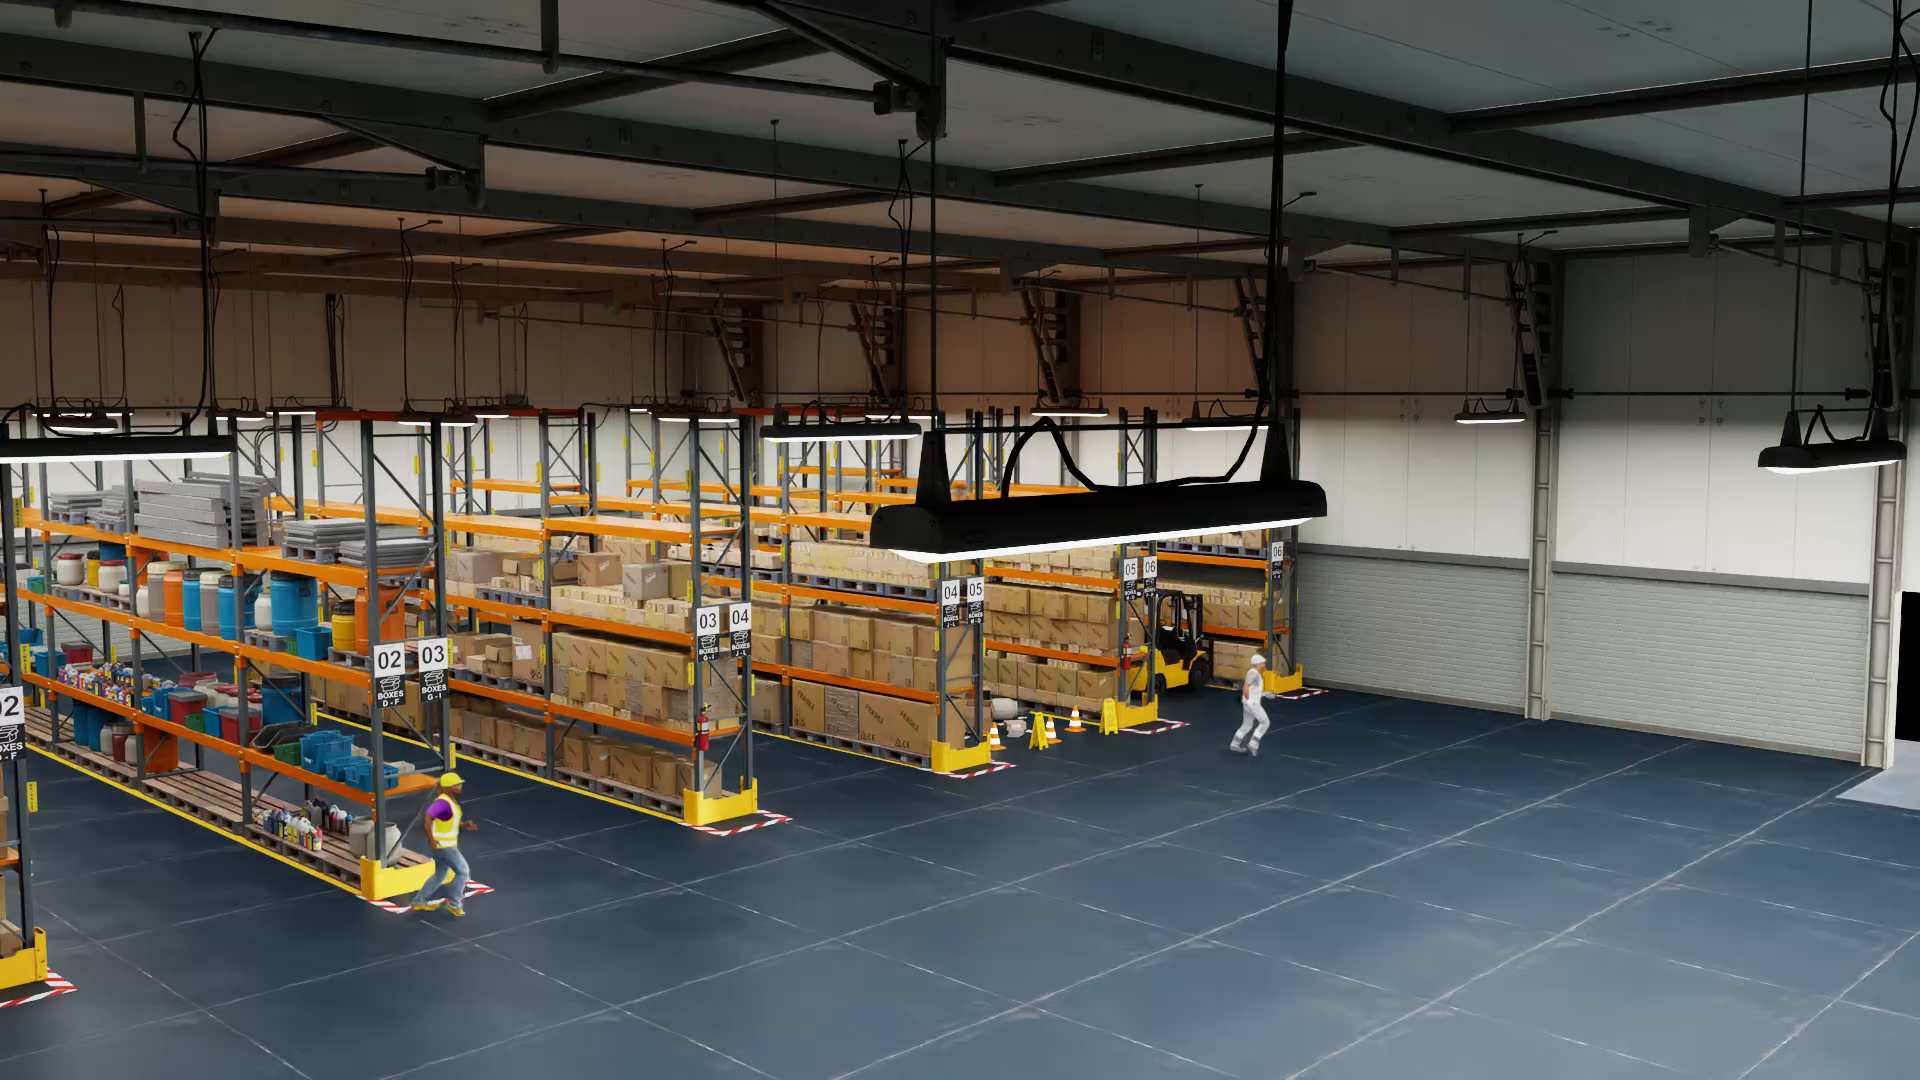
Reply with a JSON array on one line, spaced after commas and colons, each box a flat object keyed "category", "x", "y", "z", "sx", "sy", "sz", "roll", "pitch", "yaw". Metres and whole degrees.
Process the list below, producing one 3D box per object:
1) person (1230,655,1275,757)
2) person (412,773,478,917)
[{"category": "person", "x": 5.123, "y": 2.906, "z": 29.043, "sx": 0.782, "sy": 1.825, "sz": 0.586, "roll": 0, "pitch": 5, "yaw": 5}, {"category": "person", "x": -6.227, "y": 3.724, "z": 20.055, "sx": 0.785, "sy": 1.829, "sz": 0.719, "roll": -1, "pitch": 5, "yaw": -13}]
